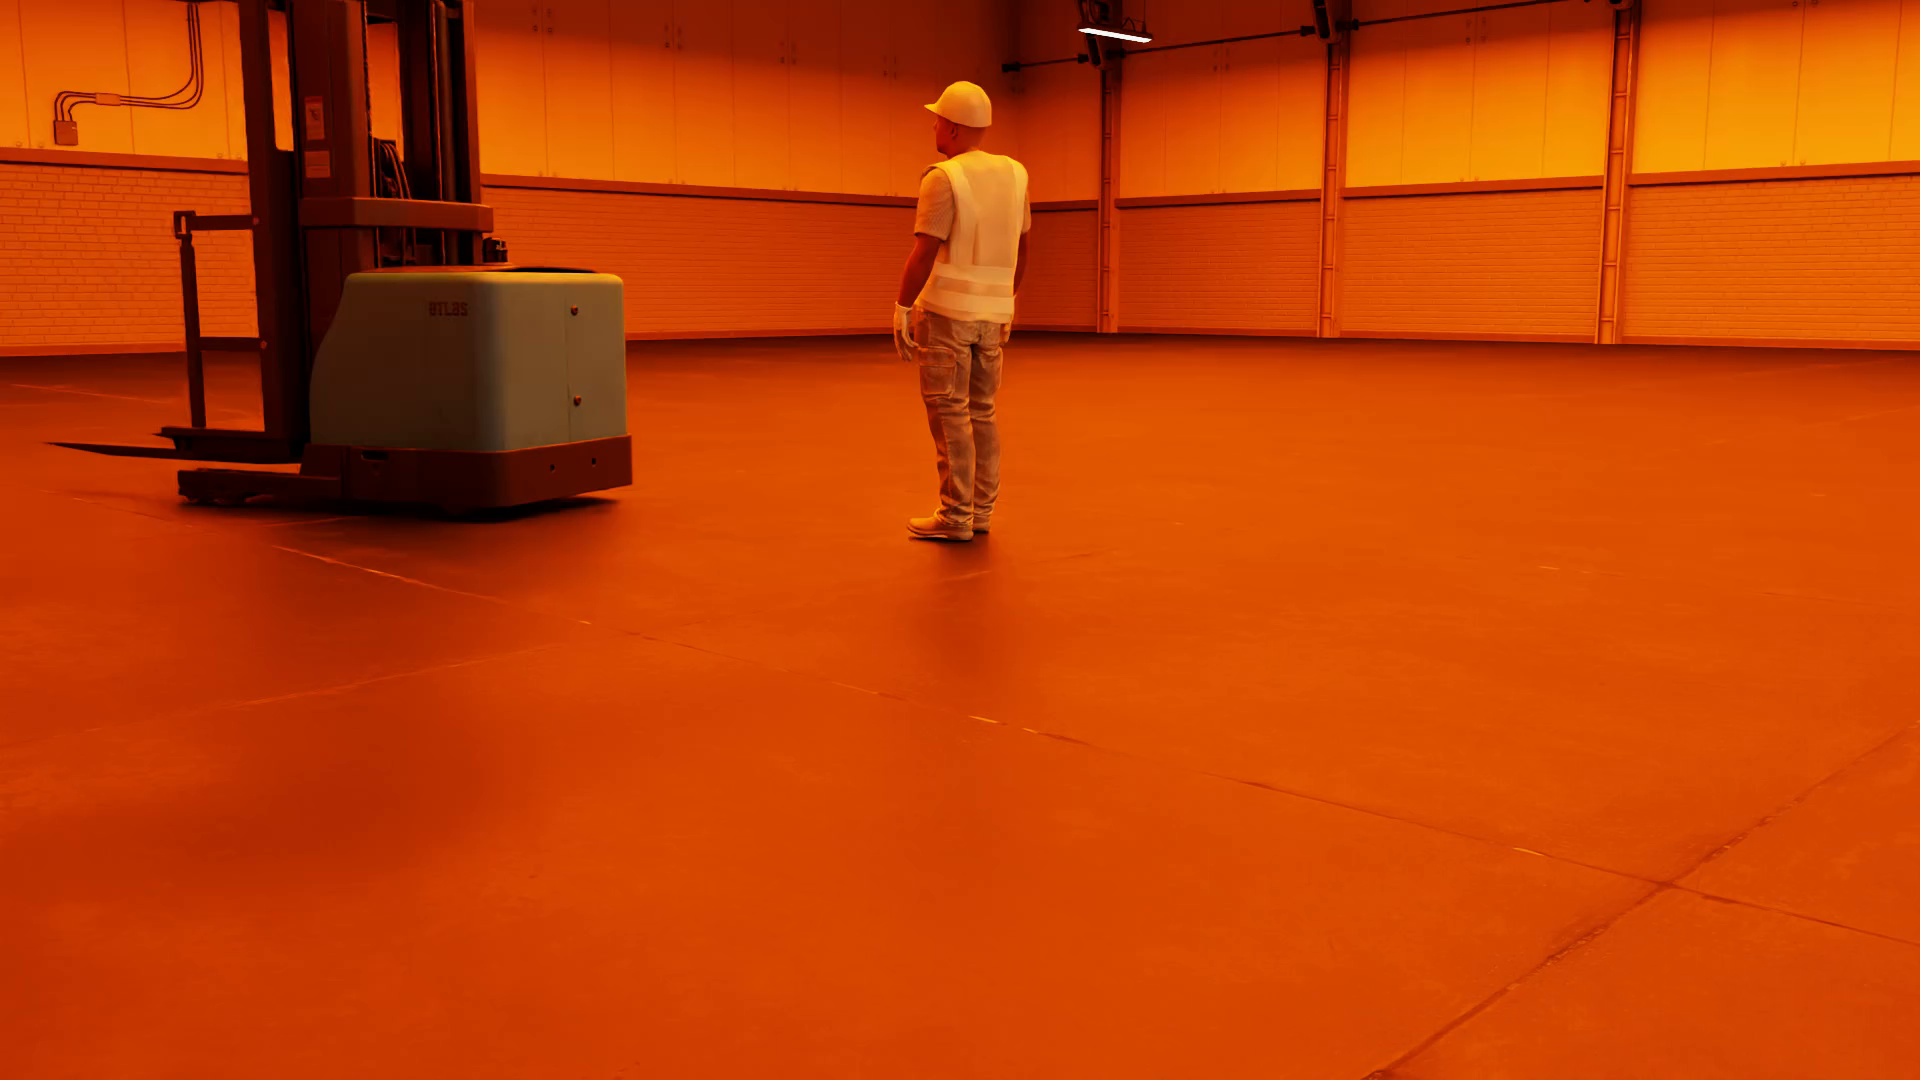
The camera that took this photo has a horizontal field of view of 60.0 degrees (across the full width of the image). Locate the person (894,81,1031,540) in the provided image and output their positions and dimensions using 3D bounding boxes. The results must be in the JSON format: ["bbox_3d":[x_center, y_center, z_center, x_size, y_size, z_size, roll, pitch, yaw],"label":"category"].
[{"bbox_3d":[-0.046,-0.898,6.639,0.575,1.785,0.657,8,12,43],"label":"person"}]

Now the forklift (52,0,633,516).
[{"bbox_3d":[-3.138,-1.676,8.006,3.031,2.935,1.130,4,9,24],"label":"forklift"}]
